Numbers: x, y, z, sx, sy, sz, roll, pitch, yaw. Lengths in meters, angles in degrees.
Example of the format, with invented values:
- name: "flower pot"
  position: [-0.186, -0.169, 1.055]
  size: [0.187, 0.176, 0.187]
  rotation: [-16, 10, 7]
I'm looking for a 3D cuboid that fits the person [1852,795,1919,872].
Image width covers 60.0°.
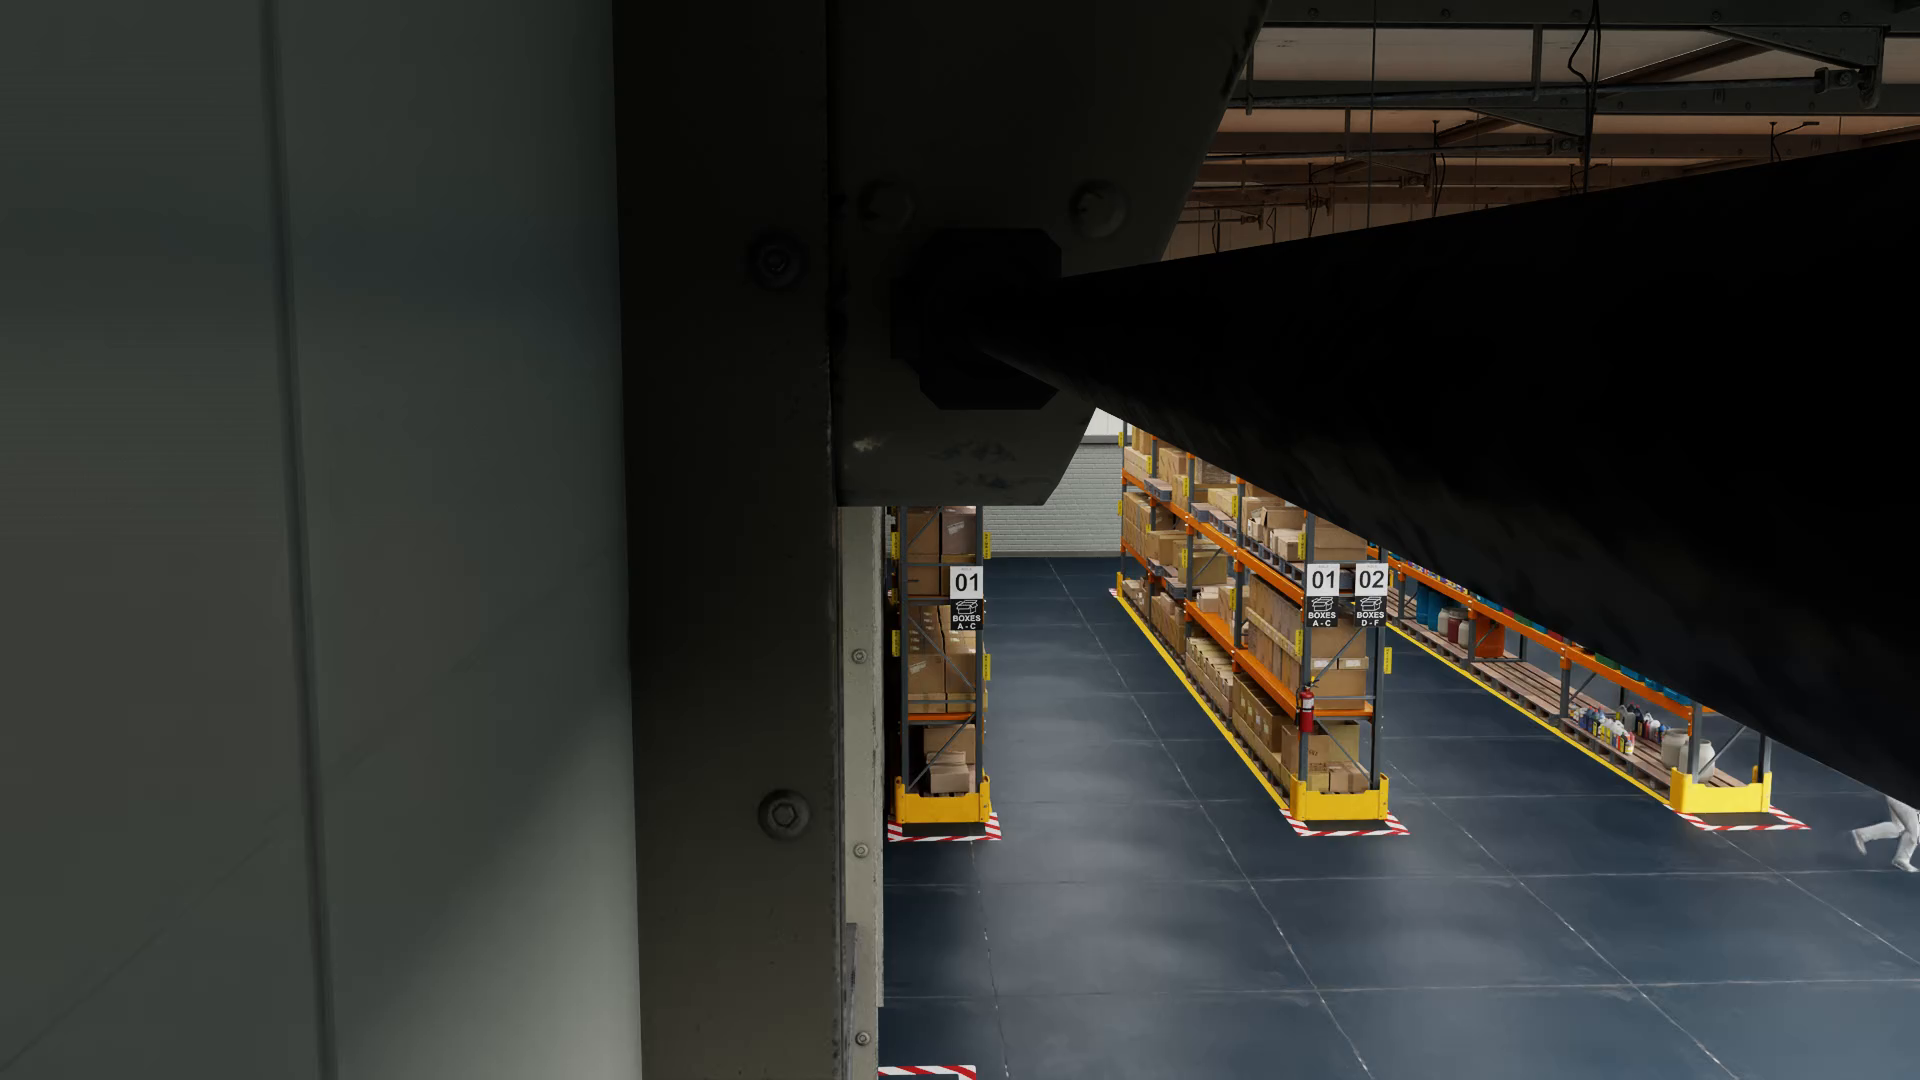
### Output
- name: "person"
  position: [10.666, 2.939, 18.836]
  size: [0.855, 1.618, 0.618]
  rotation: [6, 10, 35]
